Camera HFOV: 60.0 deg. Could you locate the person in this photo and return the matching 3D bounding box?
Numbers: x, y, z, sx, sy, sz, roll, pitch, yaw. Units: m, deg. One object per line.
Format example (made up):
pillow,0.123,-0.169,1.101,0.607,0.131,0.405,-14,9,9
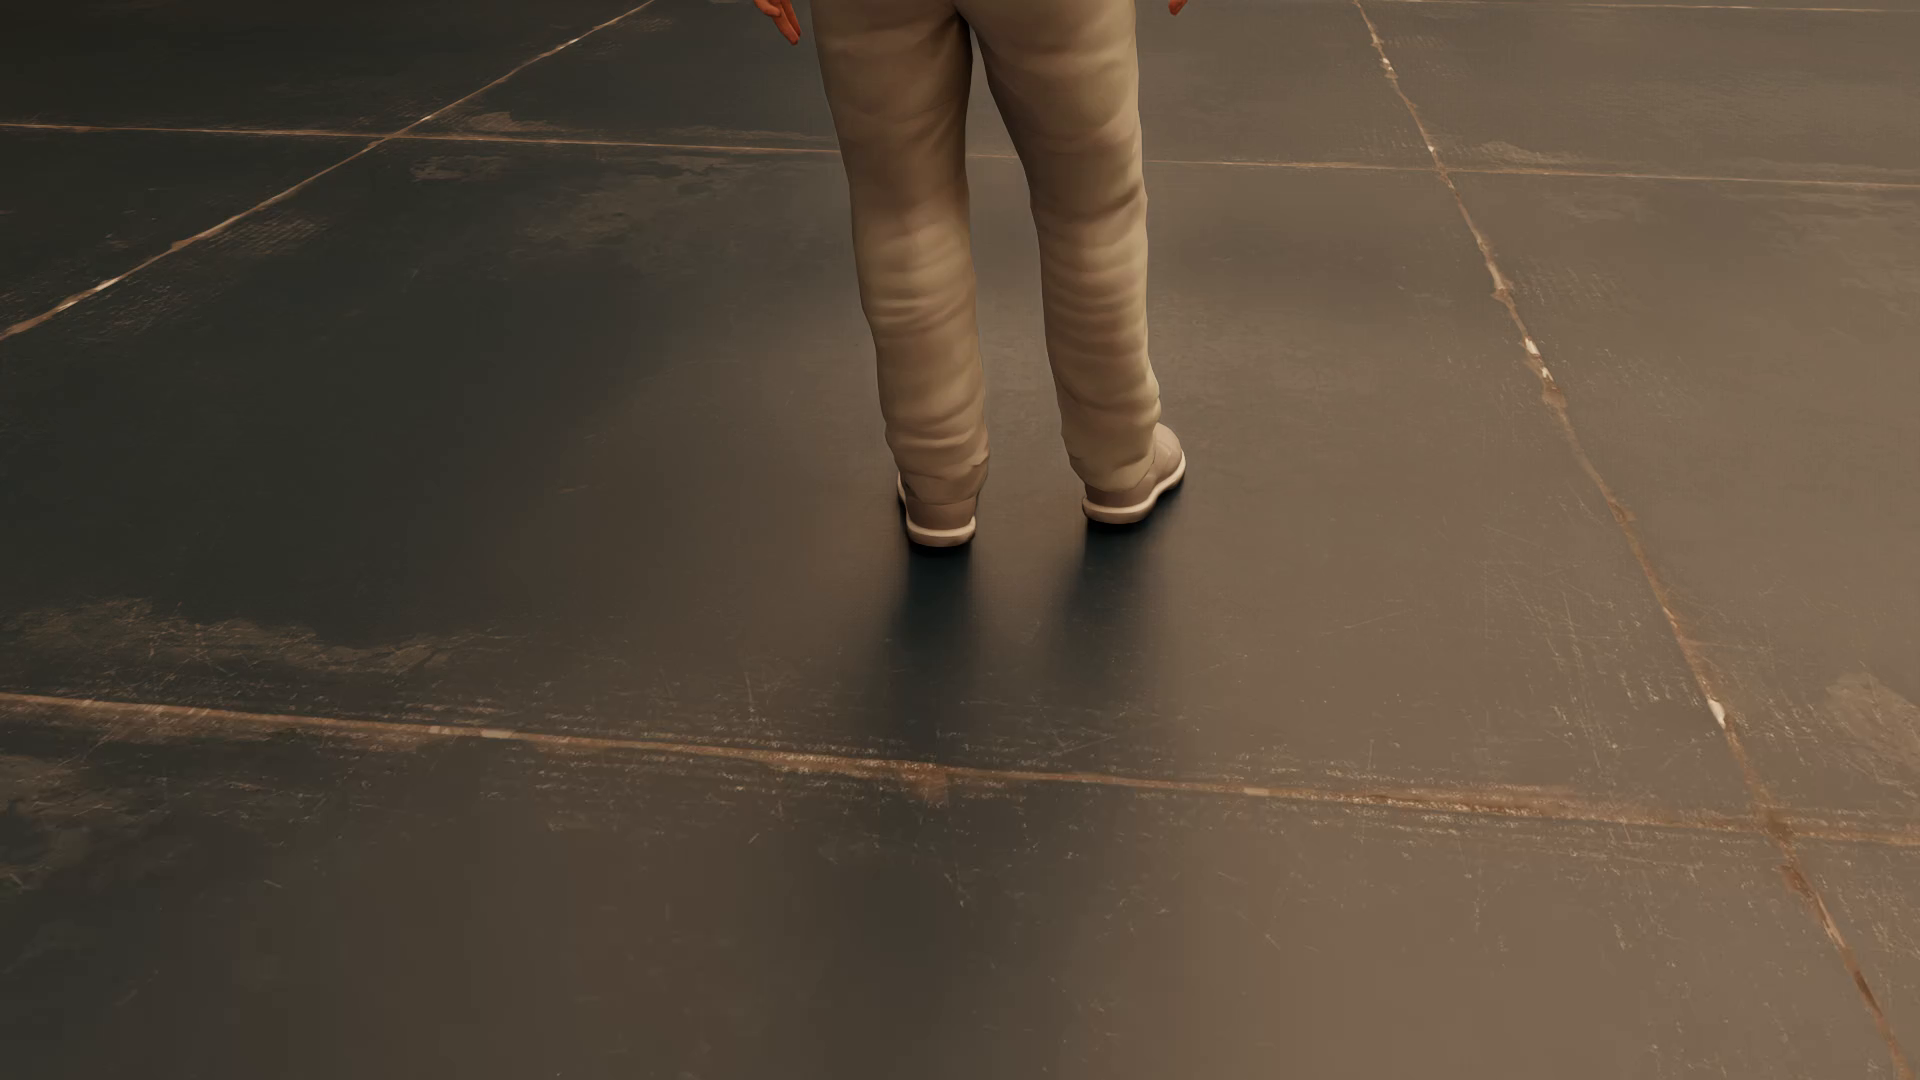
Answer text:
person,0.022,-0.837,2.166,0.640,1.781,0.575,3,27,7
